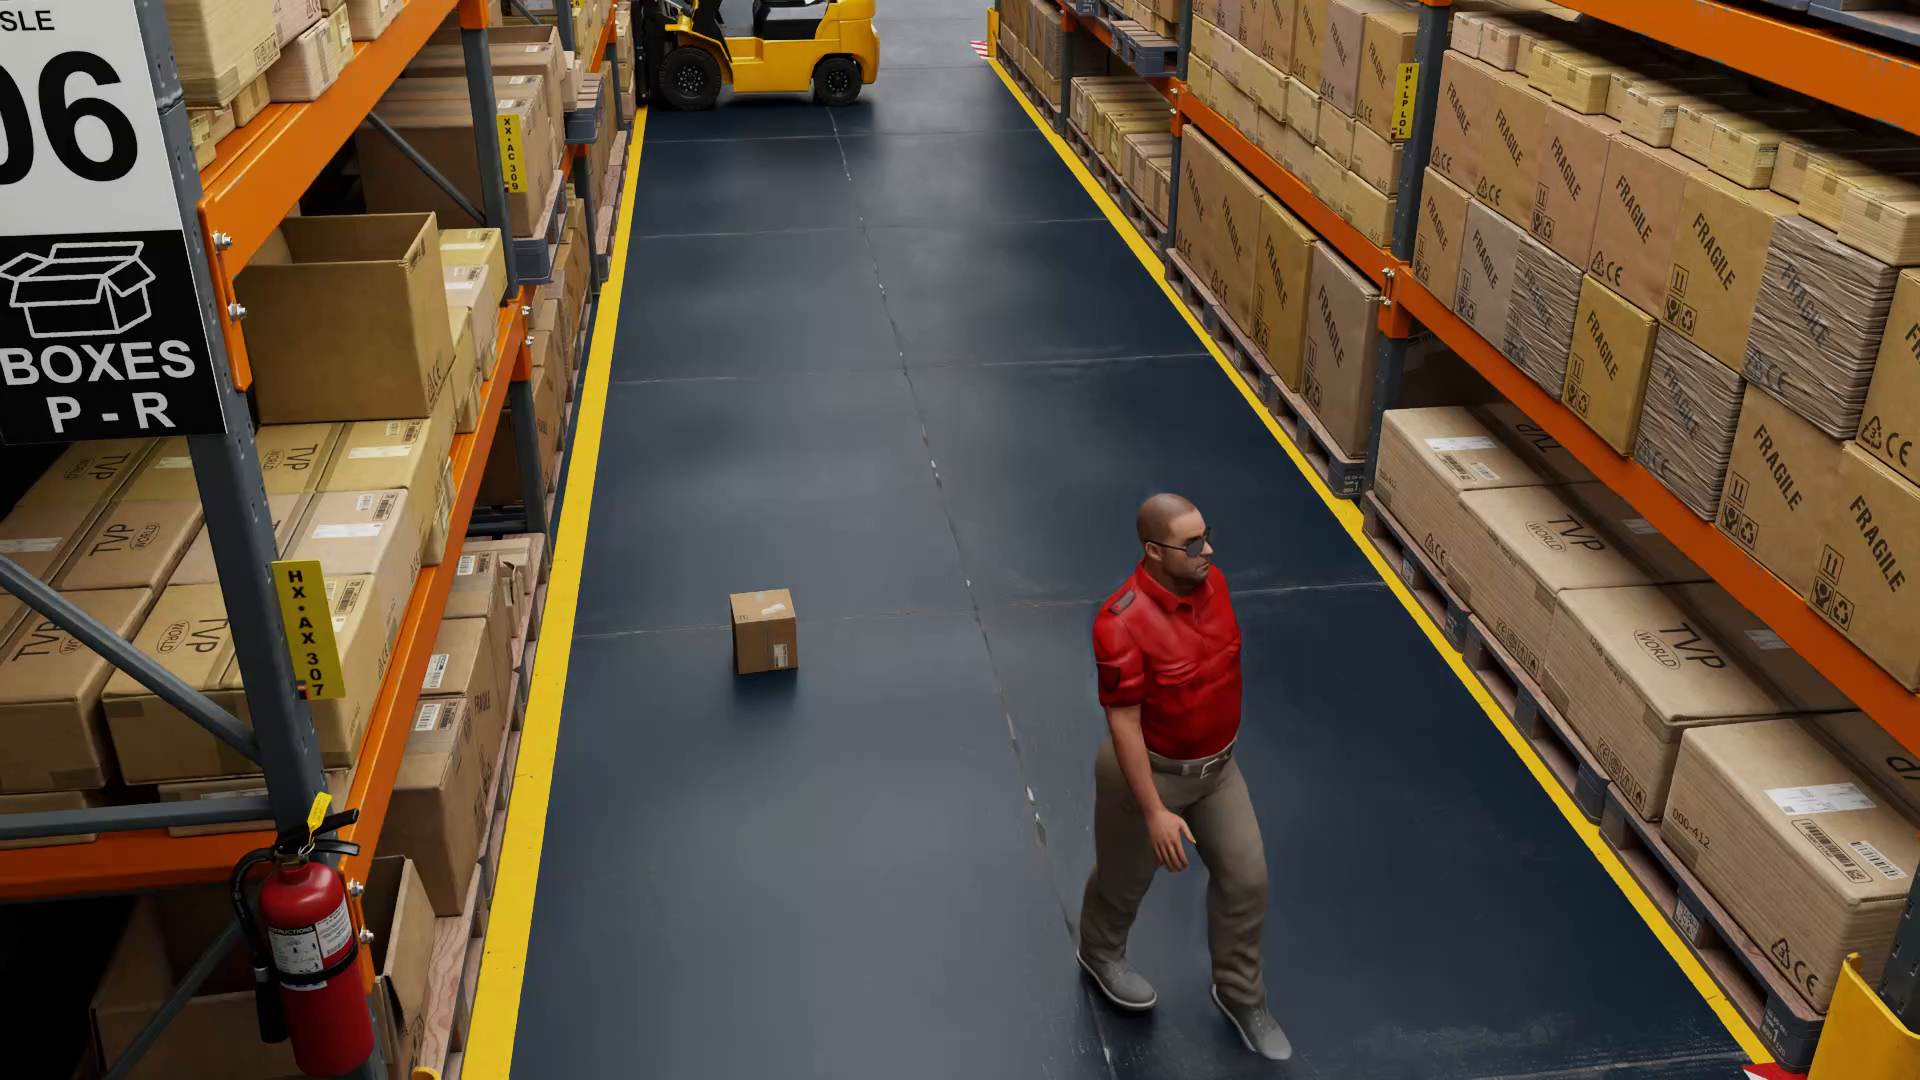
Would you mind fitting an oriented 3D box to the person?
[{"bbox_3d":[0.649,0.725,4.760,0.535,1.784,0.708,-20,33,-34],"label":"person"}]
